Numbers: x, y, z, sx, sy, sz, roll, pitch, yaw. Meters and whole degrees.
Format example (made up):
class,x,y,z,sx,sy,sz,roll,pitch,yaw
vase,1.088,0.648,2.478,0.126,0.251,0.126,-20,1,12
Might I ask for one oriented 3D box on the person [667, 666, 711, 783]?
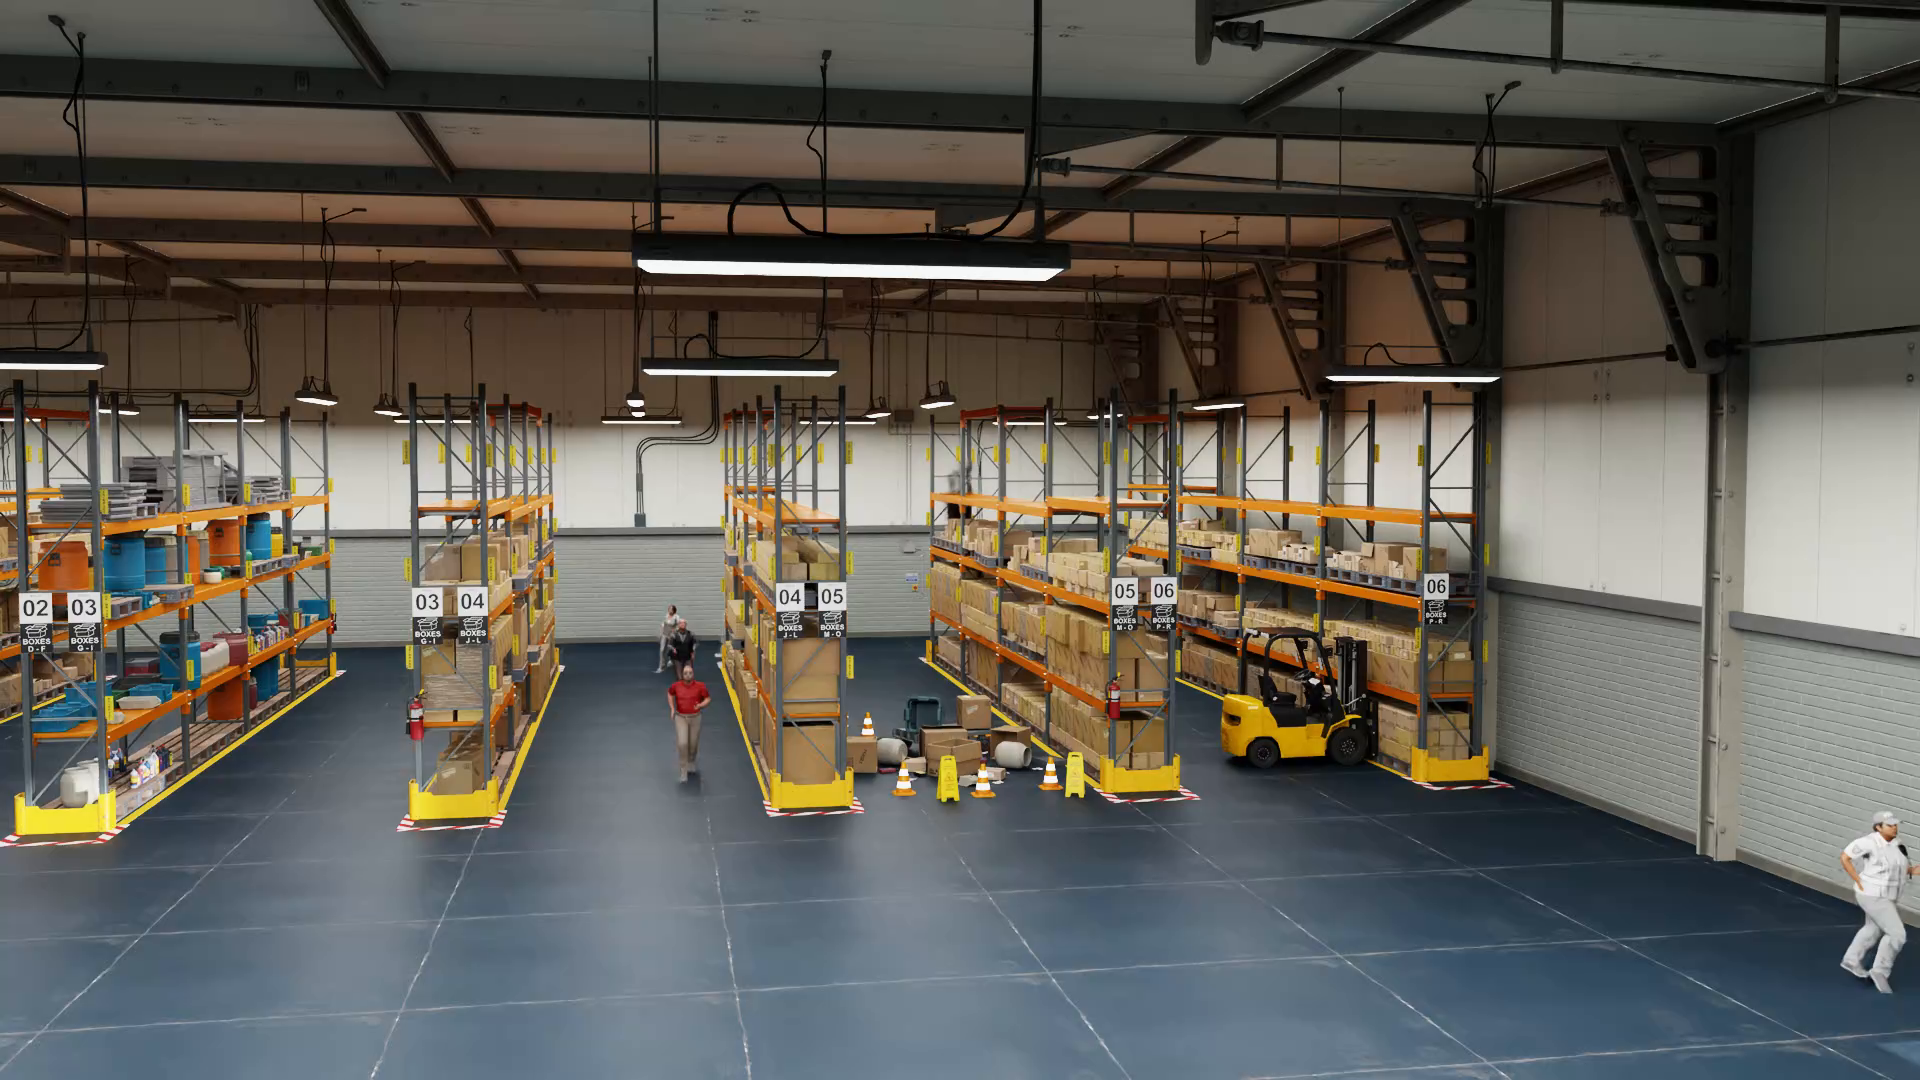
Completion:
class,x,y,z,sx,sy,sz,roll,pitch,yaw
person,-4.205,2.834,25.859,0.650,1.773,0.830,-1,3,-13

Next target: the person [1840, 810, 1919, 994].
class,x,y,z,sx,sy,sz,roll,pitch,yaw
person,8.687,3.398,15.684,0.572,1.726,0.726,-2,3,-32

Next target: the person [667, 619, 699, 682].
class,x,y,z,sx,sy,sz,roll,pitch,yaw
person,-5.617,2.443,33.761,0.650,1.676,0.578,-1,3,-11

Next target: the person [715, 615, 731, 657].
class,x,y,z,sx,sy,sz,roll,pitch,yaw
person,-5.674,2.098,40.818,0.891,1.612,0.616,1,3,15

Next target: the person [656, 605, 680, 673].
class,x,y,z,sx,sy,sz,roll,pitch,yaw
person,-6.685,2.275,38.534,0.589,1.563,0.799,1,3,13
